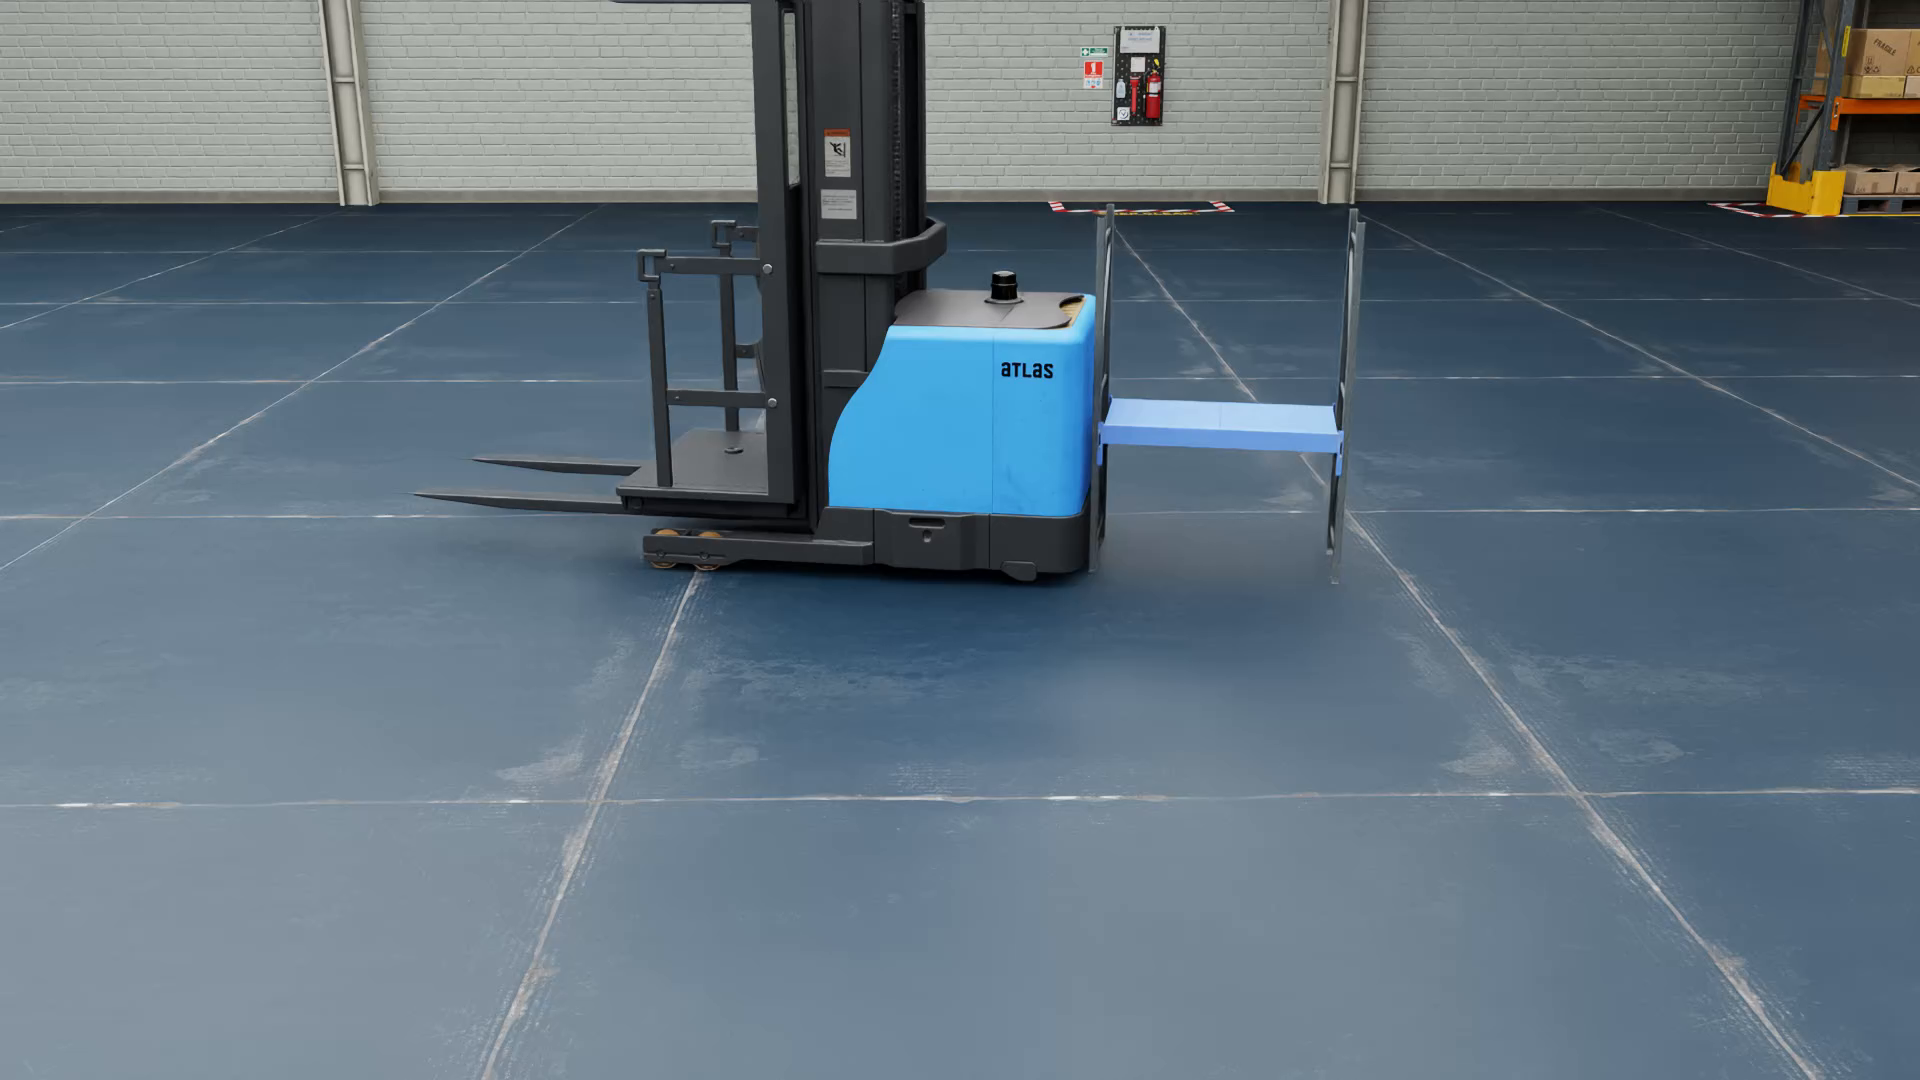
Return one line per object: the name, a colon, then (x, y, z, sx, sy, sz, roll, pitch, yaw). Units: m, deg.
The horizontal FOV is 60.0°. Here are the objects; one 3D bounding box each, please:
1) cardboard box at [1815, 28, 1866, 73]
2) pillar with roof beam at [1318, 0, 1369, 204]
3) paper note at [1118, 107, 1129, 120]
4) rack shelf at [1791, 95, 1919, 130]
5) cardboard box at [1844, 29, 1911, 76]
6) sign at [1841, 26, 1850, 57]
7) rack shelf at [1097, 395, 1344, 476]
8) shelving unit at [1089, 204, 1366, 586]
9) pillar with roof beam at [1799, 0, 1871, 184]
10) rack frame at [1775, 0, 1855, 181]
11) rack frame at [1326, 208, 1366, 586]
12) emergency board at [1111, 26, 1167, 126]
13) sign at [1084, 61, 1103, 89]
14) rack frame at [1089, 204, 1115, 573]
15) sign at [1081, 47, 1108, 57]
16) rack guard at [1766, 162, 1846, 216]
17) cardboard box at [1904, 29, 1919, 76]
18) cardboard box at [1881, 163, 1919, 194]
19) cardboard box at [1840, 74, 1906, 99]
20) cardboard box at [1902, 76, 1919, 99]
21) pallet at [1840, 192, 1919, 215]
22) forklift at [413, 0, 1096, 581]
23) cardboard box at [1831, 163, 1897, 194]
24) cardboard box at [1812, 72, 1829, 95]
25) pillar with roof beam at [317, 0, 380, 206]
cardboard box: (10.428, -5.729, 19.481, 0.500, 0.500, 0.500, 0, 18, -1)
pillar with roof beam: (4.715, -7.147, 15.095, 0.400, 9.000, 9.100, 0, 18, -1)
paper note: (1.997, -5.206, 20.307, 0.142, 0.148, 0.016, 0, 18, -1)
rack shelf: (11.960, -5.034, 19.506, 4.000, 0.370, 1.077, 0, 18, -1)
cardboard box: (10.442, -5.572, 18.993, 0.500, 0.500, 0.500, 0, 18, -1)
sign: (9.969, -5.613, 18.717, 0.005, 0.325, 0.100, 0, 18, -1)
rack shelf: (1.108, -0.453, 7.093, 1.000, 0.185, 0.538, 3, 18, 9)
shelving unit: (1.108, -0.624, 7.038, 1.048, 1.500, 0.538, 3, 18, 9)
pillar with roof beam: (10.714, -7.176, 15.185, 0.400, 9.000, 9.100, 0, 18, -1)
rack frame: (9.960, -5.367, 19.366, 0.127, 3.000, 1.000, 0, 18, -1)
rack frame: (1.609, -0.599, 6.960, 0.032, 1.500, 0.500, 3, 18, 9)
emergency board: (2.175, -5.605, 20.109, 0.643, 1.169, 0.194, 0, 18, -1)
sign: (1.621, -5.651, 20.194, 0.234, 0.329, 0.001, 0, 18, -1)
rack frame: (0.606, -0.649, 7.117, 0.032, 1.500, 0.500, 3, 18, 9)
sign: (1.626, -5.900, 20.104, 0.331, 0.109, 0.001, 0, 18, -1)
rack guard: (10.036, -4.177, 19.749, 0.348, 0.500, 1.175, 0, 18, -1)
cardboard box: (10.936, -5.572, 18.991, 0.500, 0.500, 0.500, 0, 18, -1)
cardboard box: (11.223, -4.274, 19.643, 0.500, 0.311, 0.500, 1, 18, 4)
cardboard box: (10.453, -5.210, 19.091, 0.500, 0.250, 0.500, -1, 18, -2)
cardboard box: (10.972, -5.217, 19.113, 0.500, 0.250, 0.500, -1, 18, -3)
pallet: (10.849, -4.032, 19.772, 1.213, 0.211, 1.003, 0, 18, -1)
forklift: (-0.913, -1.417, 7.167, 3.031, 2.935, 1.130, 3, 18, 9)
cardboard box: (10.653, -4.272, 19.634, 0.500, 0.311, 0.500, -2, 18, -7)
cardboard box: (10.424, -5.366, 19.578, 0.500, 0.250, 0.500, 0, 18, 0)
pillar with roof beam: (-7.284, -7.089, 14.915, 0.400, 9.000, 9.100, 0, 18, -1)
